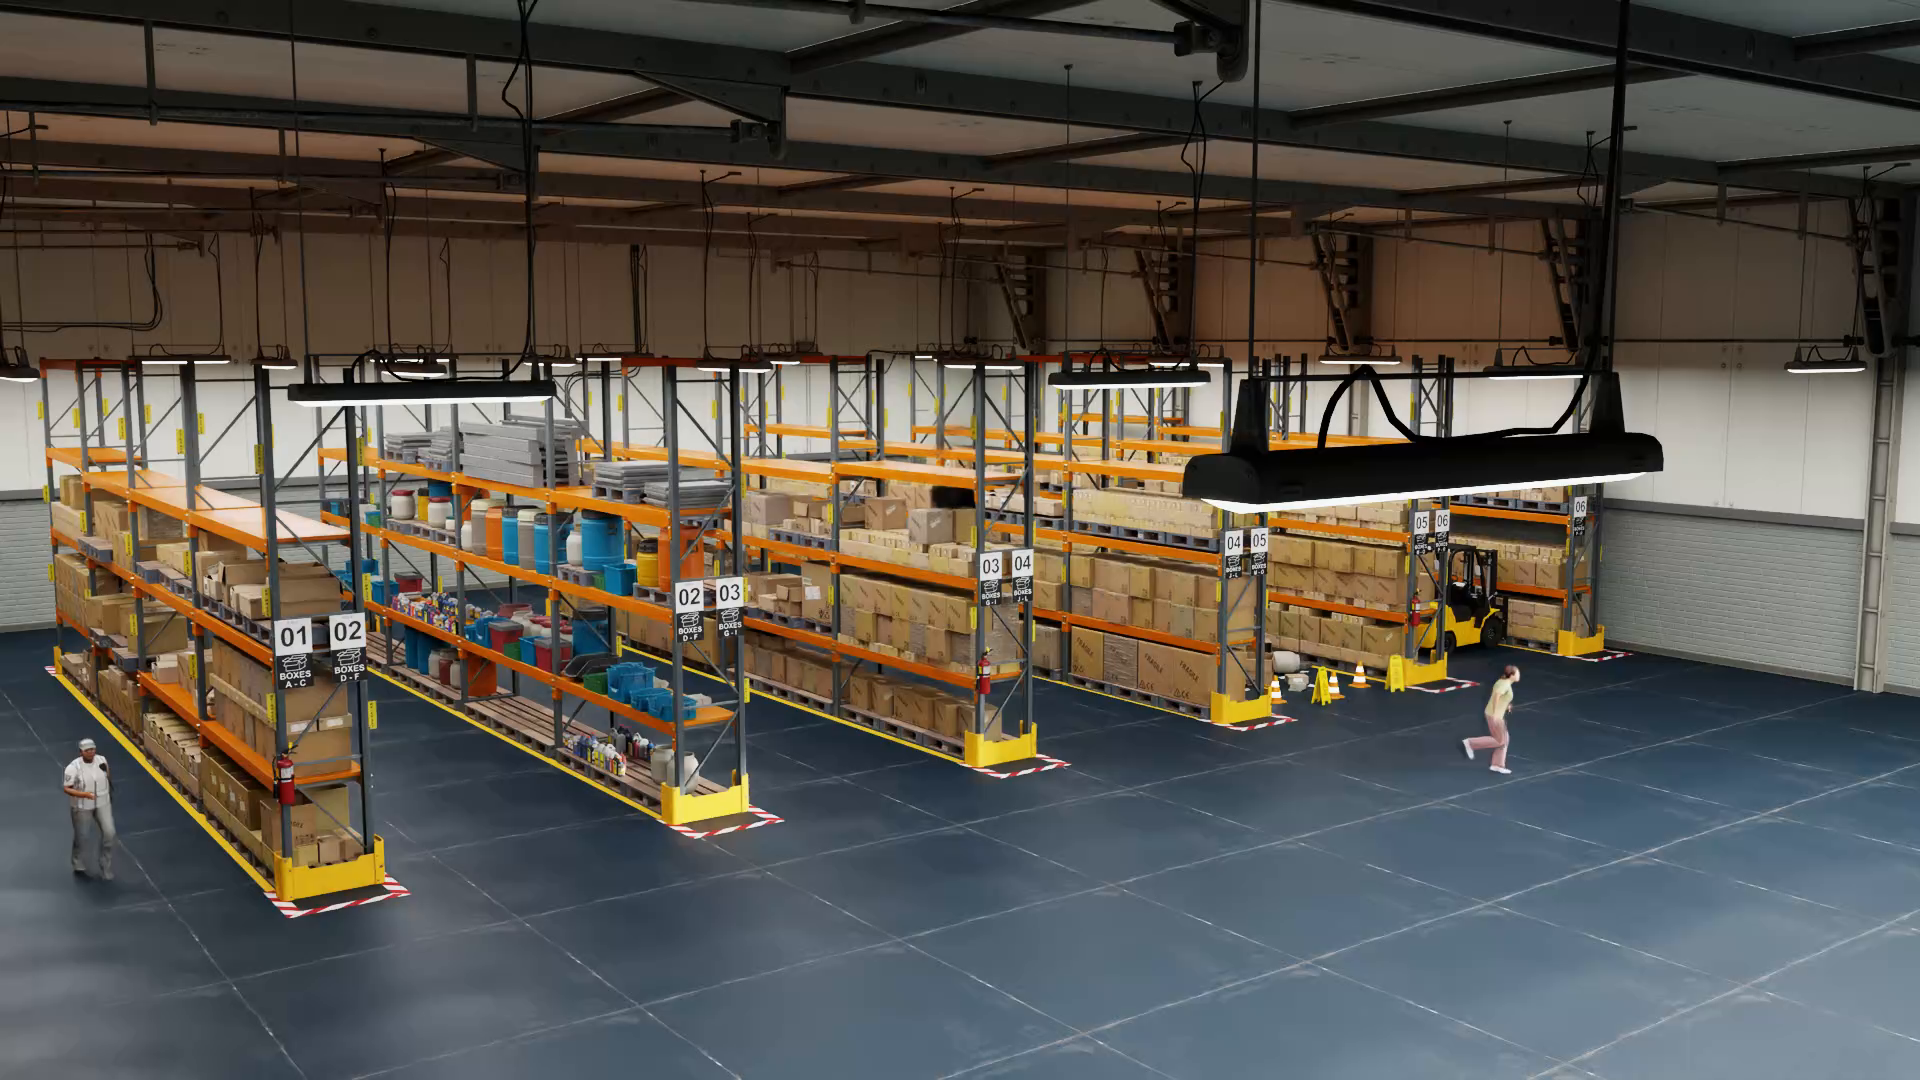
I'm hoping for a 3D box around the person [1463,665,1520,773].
[{"bbox_3d":[7.822,2.628,24.490,0.779,1.612,0.576,1,7,5],"label":"person"}]

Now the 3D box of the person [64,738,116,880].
[{"bbox_3d":[-10.281,3.174,19.652,0.556,1.715,0.760,-6,9,-42],"label":"person"}]
